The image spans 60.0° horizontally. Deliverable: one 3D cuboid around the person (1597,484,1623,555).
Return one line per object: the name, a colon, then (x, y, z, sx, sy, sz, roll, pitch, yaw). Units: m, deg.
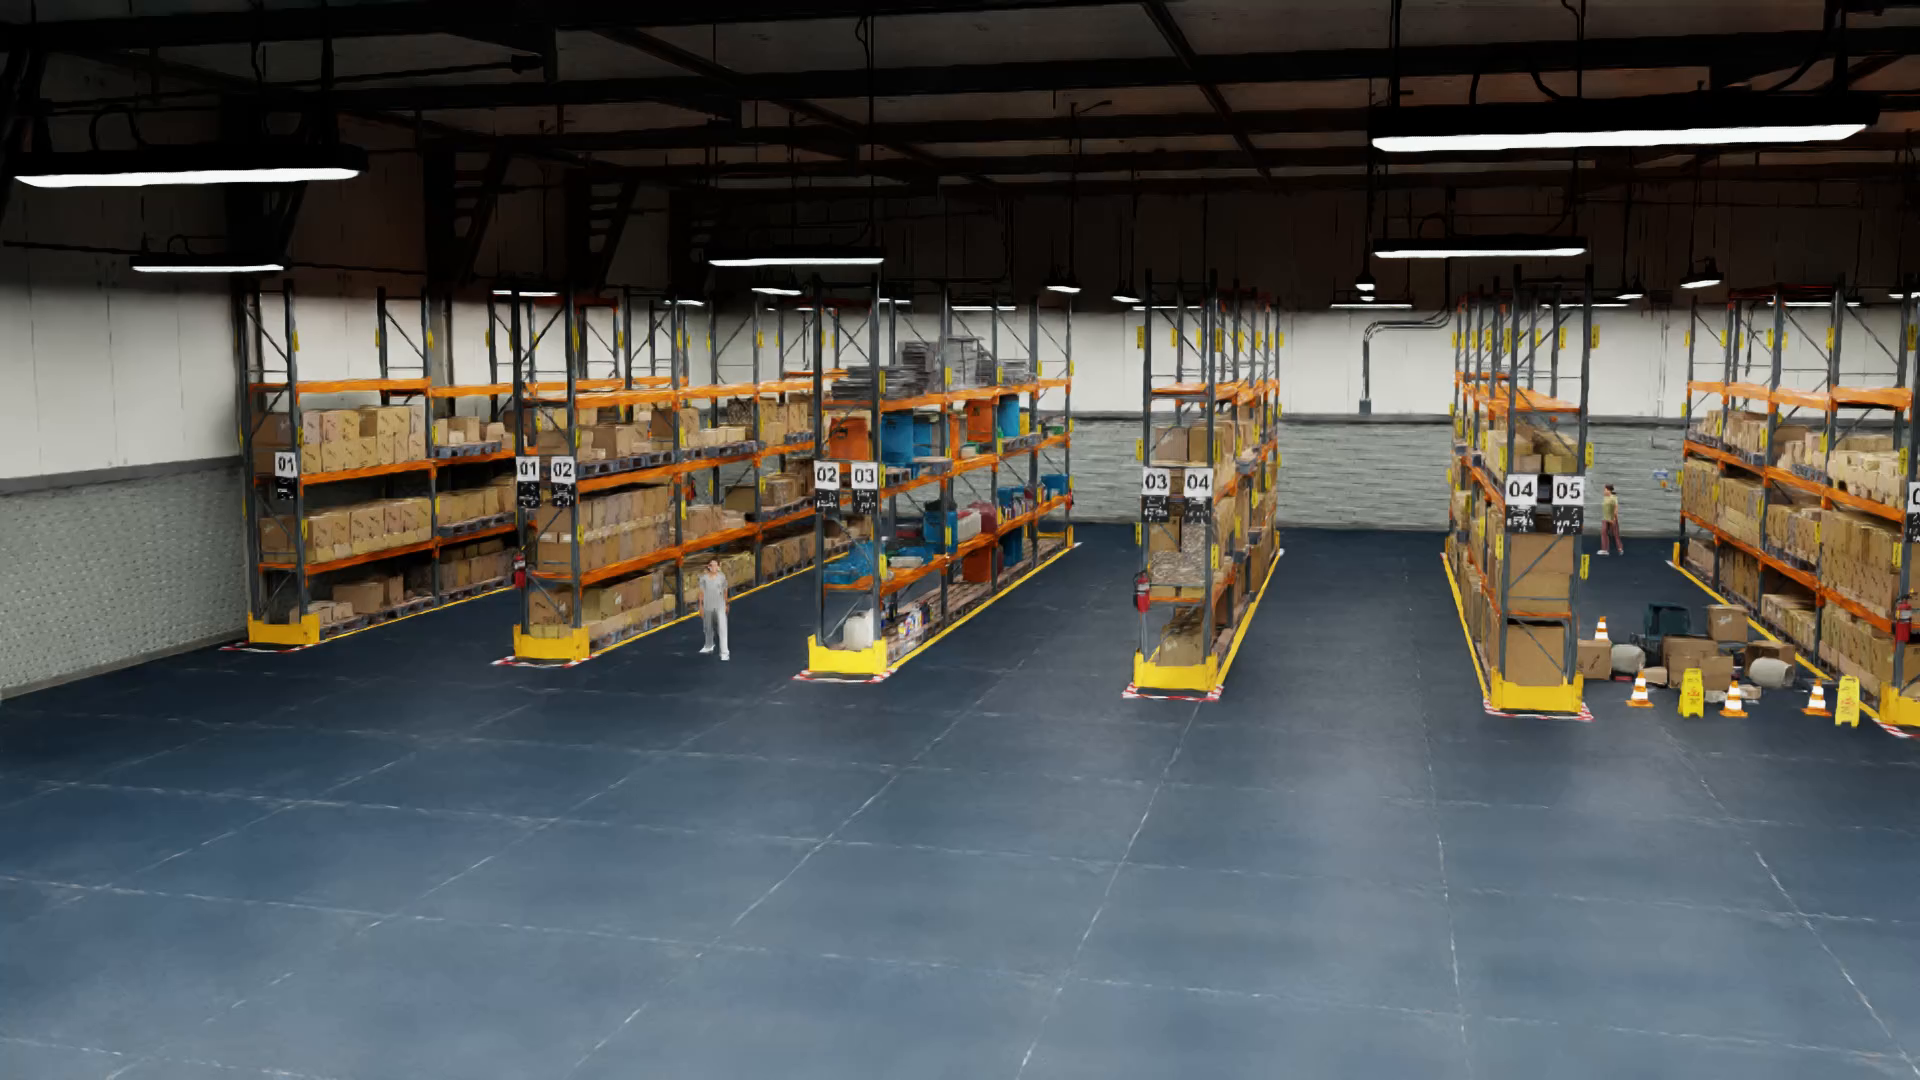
person: (15.283, -0.486, 38.967, 0.613, 1.660, 0.500, -2, 7, -20)

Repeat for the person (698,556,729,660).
person: (-3.886, 1.076, 26.272, 0.481, 1.587, 0.948, -1, 7, -9)

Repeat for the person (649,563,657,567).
person: (-6.880, -0.181, 36.177, 0.589, 1.716, 1.043, 2, 7, 13)
